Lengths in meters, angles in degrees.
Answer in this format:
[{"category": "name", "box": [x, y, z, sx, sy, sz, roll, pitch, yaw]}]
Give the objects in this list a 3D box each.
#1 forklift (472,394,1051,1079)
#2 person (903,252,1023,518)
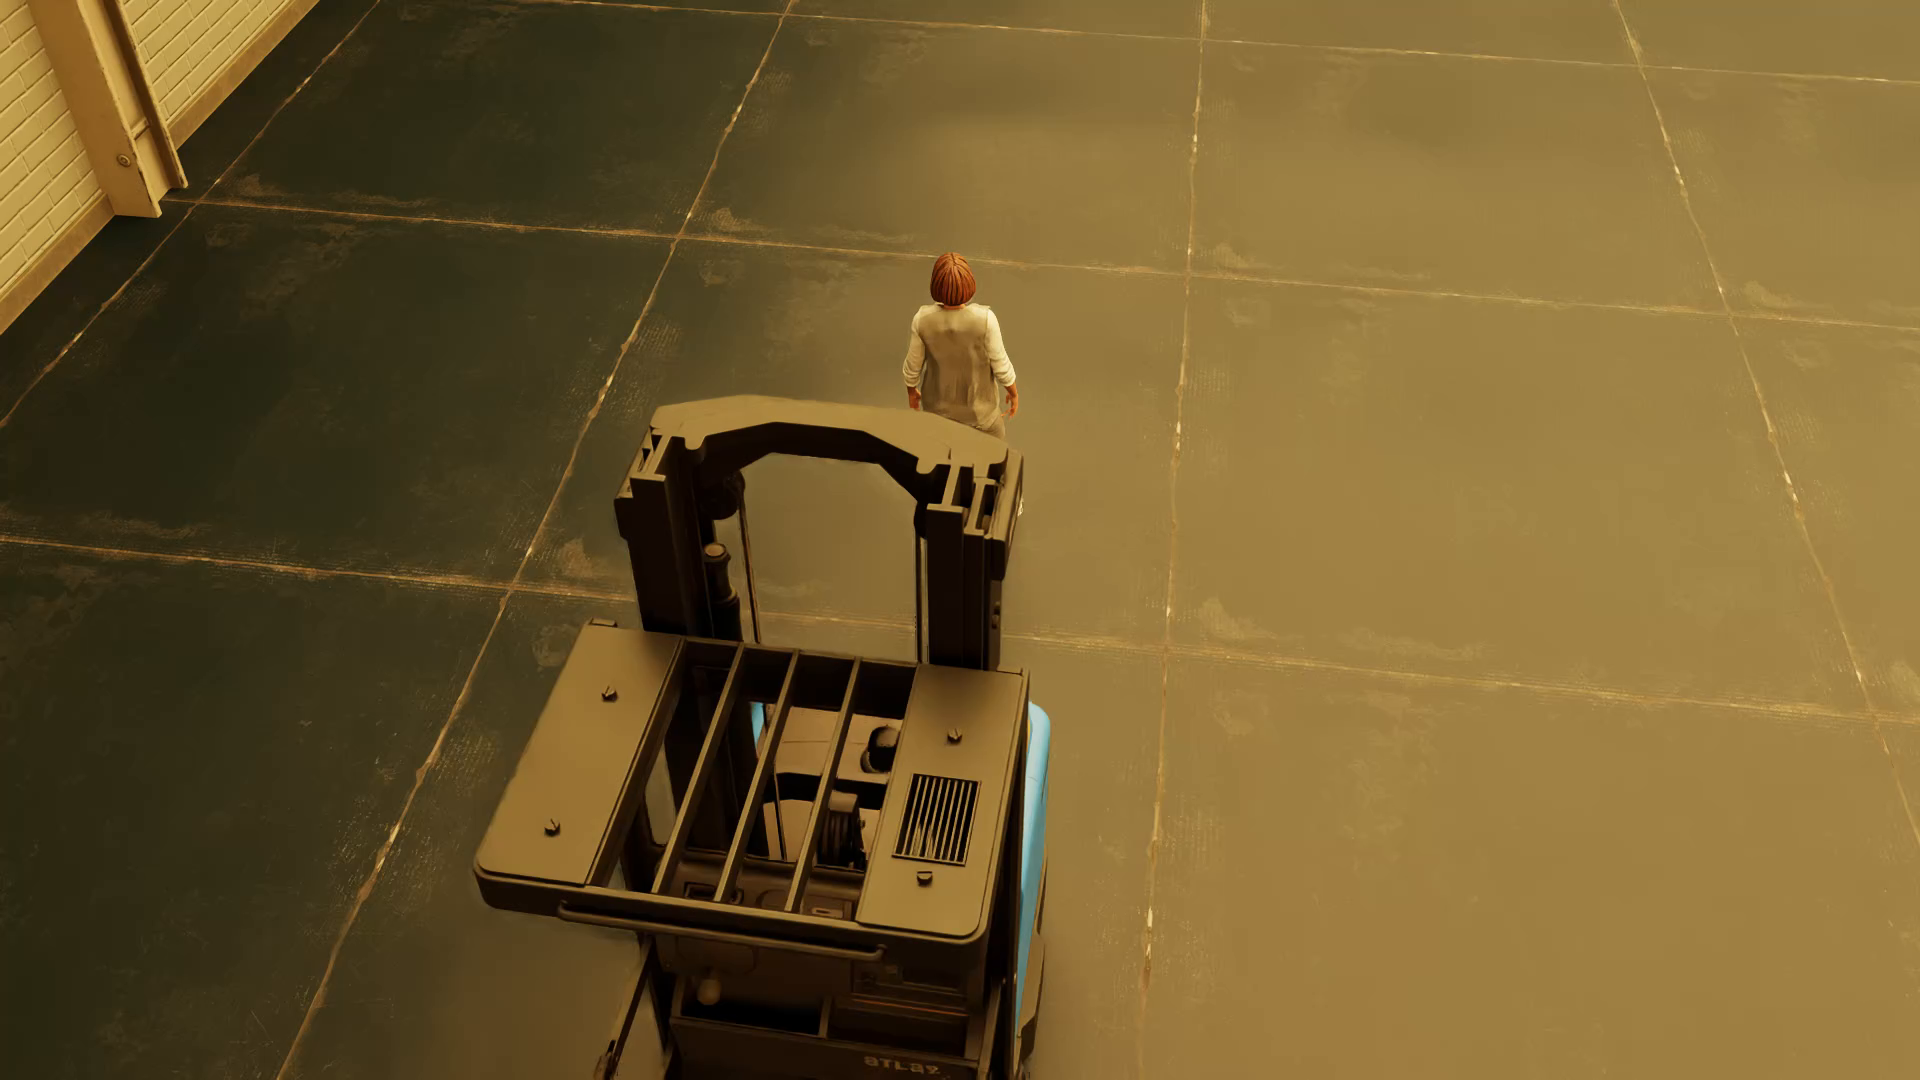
[{"category": "forklift", "box": [-0.419, 1.203, 4.415, 1.130, 2.935, 3.031, 6, 43, 7]}, {"category": "person", "box": [0.023, -0.640, 7.401, 0.521, 1.592, 0.473, 5, 43, 6]}]
